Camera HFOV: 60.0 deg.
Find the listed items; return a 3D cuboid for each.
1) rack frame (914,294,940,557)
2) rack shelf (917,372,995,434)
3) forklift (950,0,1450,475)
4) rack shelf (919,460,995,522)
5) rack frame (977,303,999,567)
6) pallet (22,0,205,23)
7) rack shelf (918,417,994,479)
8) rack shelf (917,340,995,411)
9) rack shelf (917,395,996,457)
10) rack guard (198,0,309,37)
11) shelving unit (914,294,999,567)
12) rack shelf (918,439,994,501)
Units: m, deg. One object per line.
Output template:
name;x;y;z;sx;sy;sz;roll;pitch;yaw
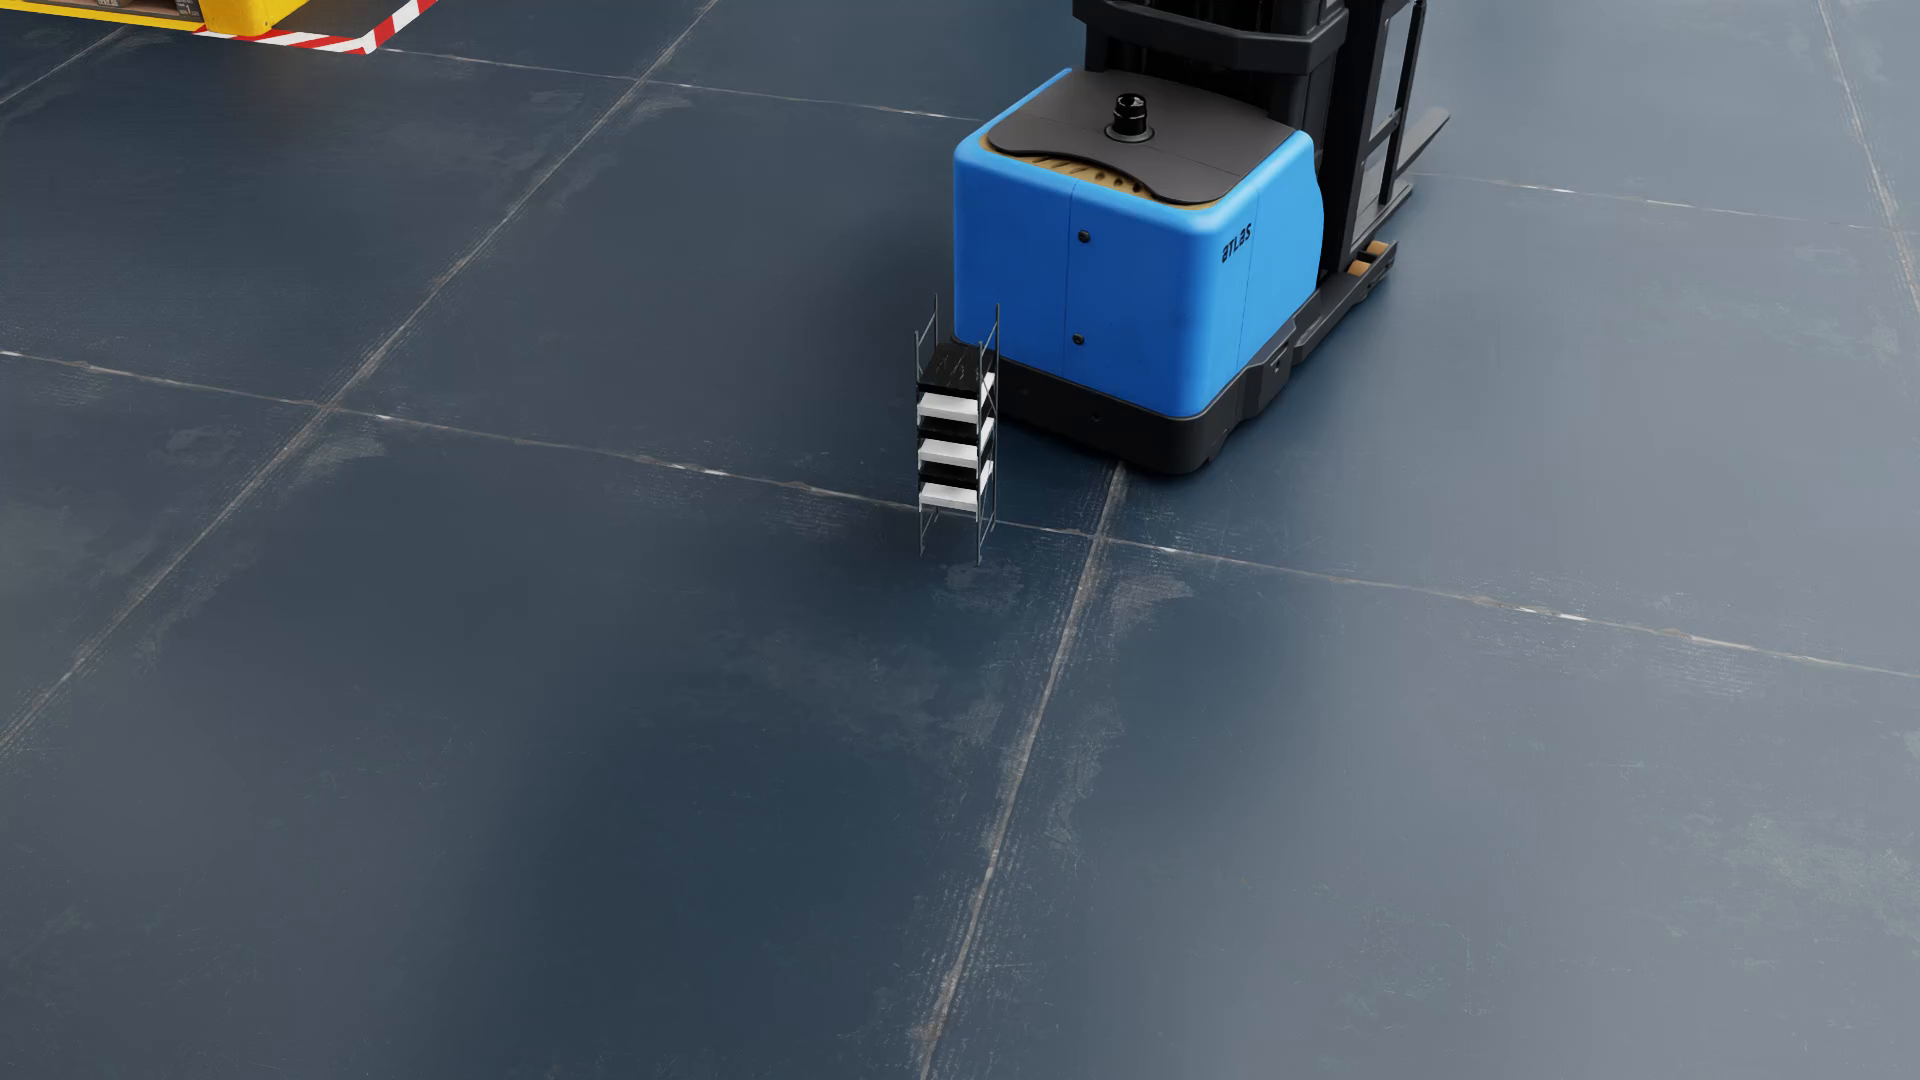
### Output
rack frame;-0.106;-0.363;5.482;0.006;0.900;0.240;10;41;11
rack shelf;-0.008;-0.458;5.368;0.200;0.077;0.258;10;41;11
forklift;1.191;-2.271;6.176;1.130;2.935;3.031;23;45;25
rack shelf;-0.008;-0.183;5.599;0.200;0.077;0.258;10;41;11
rack frame;0.090;-0.329;5.442;0.006;0.900;0.240;10;41;11
pallet;-4.589;-3.321;9.541;1.213;0.211;1.003;10;41;11
rack shelf;-0.008;-0.320;5.484;0.200;0.077;0.258;10;41;11
rack shelf;-0.008;-0.527;5.310;0.200;0.077;0.258;10;41;11
rack shelf;-0.008;-0.389;5.426;0.200;0.077;0.258;10;41;11
rack guard;-3.806;-3.294;9.283;0.348;0.500;1.175;10;41;11
shelving unit;-0.008;-0.346;5.462;0.210;0.900;0.258;10;41;11
rack shelf;-0.008;-0.252;5.542;0.200;0.077;0.258;10;41;11
